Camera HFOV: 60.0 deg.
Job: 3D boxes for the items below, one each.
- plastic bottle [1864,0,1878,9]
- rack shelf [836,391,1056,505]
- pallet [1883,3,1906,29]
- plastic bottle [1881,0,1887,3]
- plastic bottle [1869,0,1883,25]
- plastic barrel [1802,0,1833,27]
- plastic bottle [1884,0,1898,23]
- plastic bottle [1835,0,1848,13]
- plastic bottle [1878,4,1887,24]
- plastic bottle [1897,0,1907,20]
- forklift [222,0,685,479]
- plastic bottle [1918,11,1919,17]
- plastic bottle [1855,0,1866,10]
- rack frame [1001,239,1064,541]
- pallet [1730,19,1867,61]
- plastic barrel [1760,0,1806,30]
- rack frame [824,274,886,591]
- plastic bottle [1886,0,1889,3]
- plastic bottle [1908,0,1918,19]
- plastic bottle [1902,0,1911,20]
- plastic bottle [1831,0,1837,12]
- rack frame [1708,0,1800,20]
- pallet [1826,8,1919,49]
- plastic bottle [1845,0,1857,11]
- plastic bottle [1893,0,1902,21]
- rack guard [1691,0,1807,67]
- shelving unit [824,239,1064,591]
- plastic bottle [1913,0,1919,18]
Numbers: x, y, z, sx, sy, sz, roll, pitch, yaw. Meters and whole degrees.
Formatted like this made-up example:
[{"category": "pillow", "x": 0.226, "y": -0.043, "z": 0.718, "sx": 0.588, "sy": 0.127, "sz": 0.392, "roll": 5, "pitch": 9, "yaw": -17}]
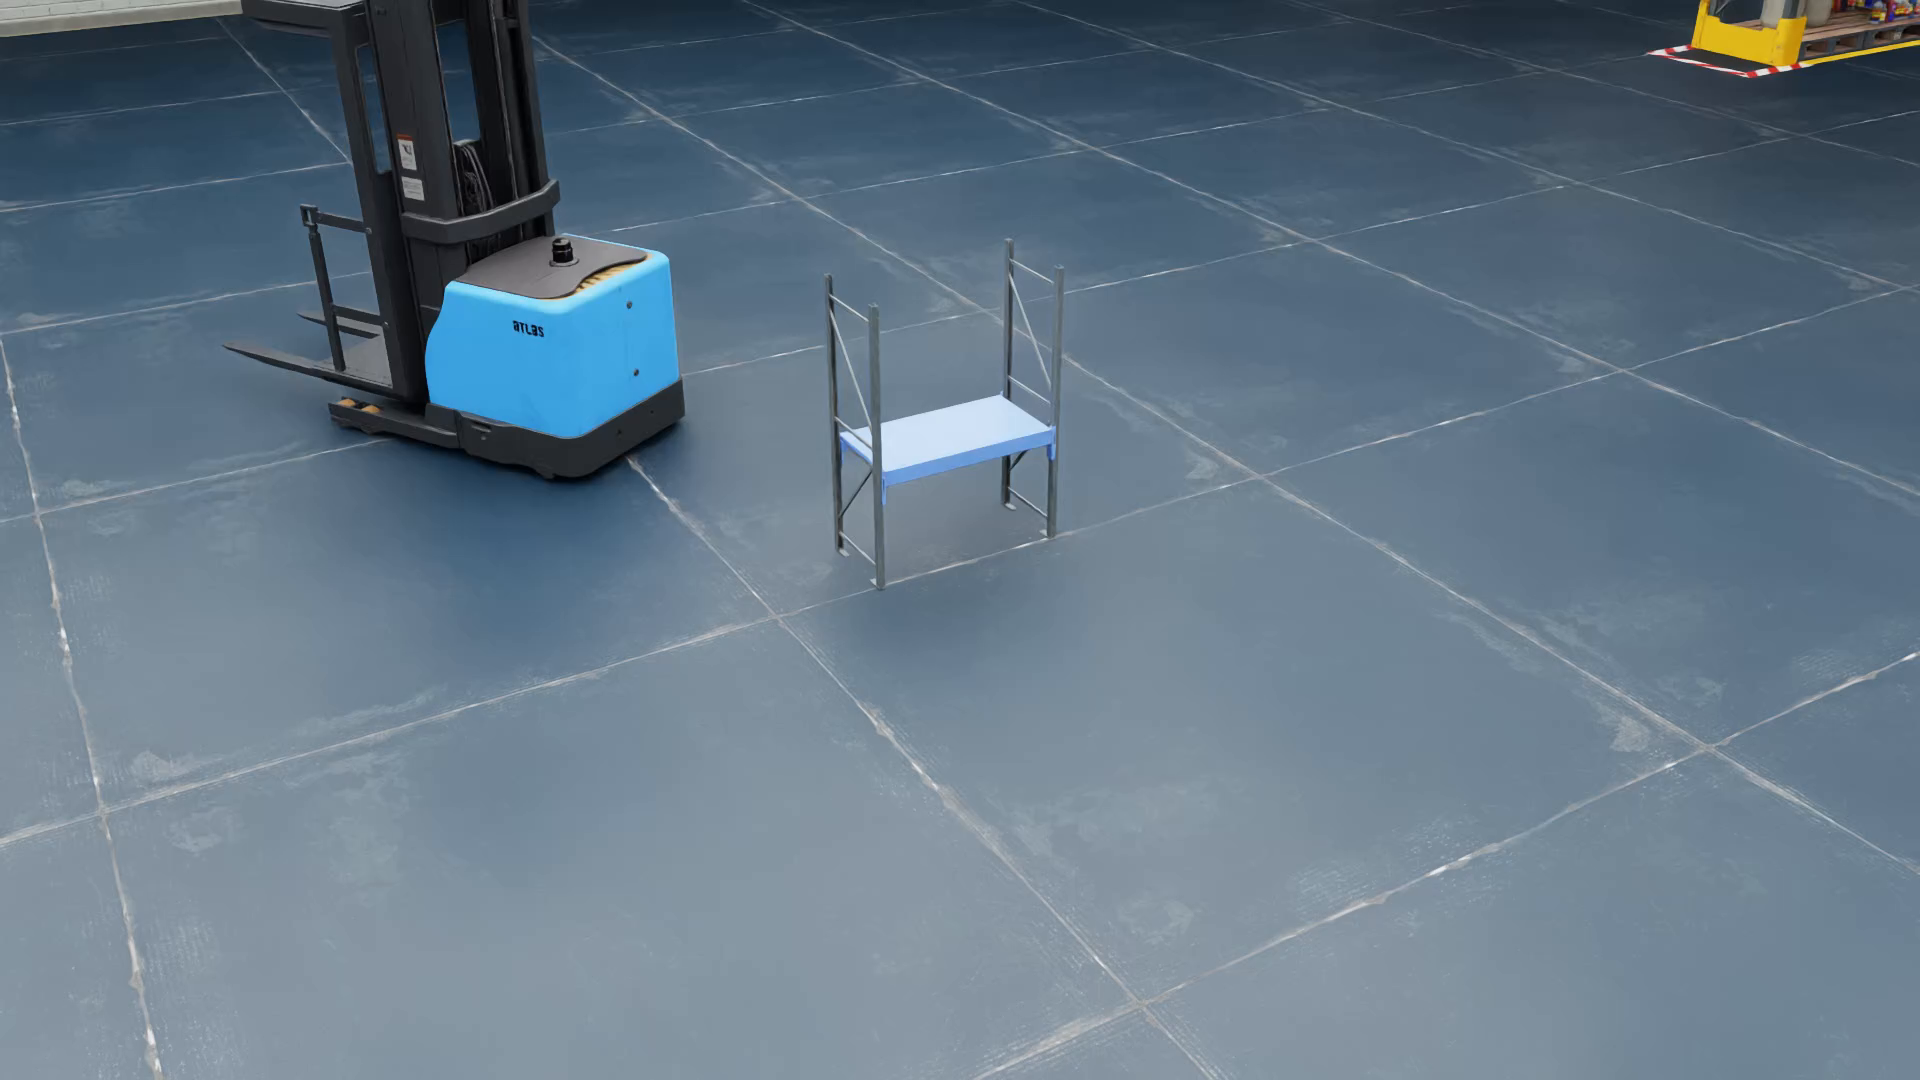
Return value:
[{"category": "plastic bottle", "x": 10.808, "y": -6.443, "z": 19.684, "sx": 0.135, "sy": 0.276, "sz": 0.152, "roll": -16, "pitch": 33, "yaw": -26}, {"category": "rack shelf", "x": -0.074, "y": -0.478, "z": 8.437, "sx": 1.000, "sy": 0.185, "sz": 0.538, "roll": -16, "pitch": 33, "yaw": -26}, {"category": "pallet", "x": 11.547, "y": -6.306, "z": 19.958, "sx": 1.213, "sy": 0.211, "sz": 1.003, "roll": -16, "pitch": 33, "yaw": -26}, {"category": "plastic bottle", "x": 11.078, "y": -6.636, "z": 19.956, "sx": 0.185, "sy": 0.351, "sz": 0.144, "roll": -17, "pitch": 33, "yaw": -28}, {"category": "plastic bottle", "x": 10.419, "y": -6.007, "z": 18.898, "sx": 0.097, "sy": 0.271, "sz": 0.097, "roll": 0, "pitch": 29, "yaw": 0}, {"category": "plastic barrel", "x": 9.659, "y": -6.105, "z": 18.848, "sx": 0.421, "sy": 0.512, "sz": 0.421, "roll": 0, "pitch": 29, "yaw": 0}, {"category": "plastic bottle", "x": 10.624, "y": -6.060, "z": 18.982, "sx": 0.133, "sy": 0.283, "sz": 0.061, "roll": -15, "pitch": 32, "yaw": -26}, {"category": "plastic bottle", "x": 10.345, "y": -6.336, "z": 19.483, "sx": 0.133, "sy": 0.283, "sz": 0.061, "roll": -16, "pitch": 33, "yaw": -26}, {"category": "plastic bottle", "x": 10.509, "y": -6.001, "z": 18.961, "sx": 0.097, "sy": 0.201, "sz": 0.097, "roll": 0, "pitch": 29, "yaw": 0}, {"category": "plastic bottle", "x": 10.801, "y": -6.115, "z": 19.095, "sx": 0.097, "sy": 0.271, "sz": 0.097, "roll": 0, "pitch": 29, "yaw": 0}, {"category": "forklift", "x": -3.190, "y": -2.121, "z": 9.559, "sx": 3.031, "sy": 2.935, "sz": 1.130, "roll": 15, "pitch": 32, "yaw": 25}, {"category": "plastic bottle", "x": 11.152, "y": -6.232, "z": 19.302, "sx": 0.135, "sy": 0.276, "sz": 0.152, "roll": -15, "pitch": 32, "yaw": -25}, {"category": "plastic bottle", "x": 10.650, "y": -6.381, "z": 19.649, "sx": 0.097, "sy": 0.201, "sz": 0.097, "roll": 0, "pitch": 29, "yaw": 0}, {"category": "rack frame", "x": 0.365, "y": -0.760, "z": 8.575, "sx": 0.032, "sy": 1.500, "sz": 0.500, "roll": -16, "pitch": 33, "yaw": -26}, {"category": "pallet", "x": 9.443, "y": -5.709, "z": 18.876, "sx": 1.213, "sy": 0.211, "sz": 1.003, "roll": -16, "pitch": 33, "yaw": -26}, {"category": "plastic barrel", "x": 9.227, "y": -5.982, "z": 18.625, "sx": 0.421, "sy": 0.512, "sz": 0.421, "roll": 0, "pitch": 29, "yaw": 0}, {"category": "rack frame", "x": -0.512, "y": -0.511, "z": 8.124, "sx": 0.032, "sy": 1.500, "sz": 0.500, "roll": -16, "pitch": 33, "yaw": -26}, {"category": "plastic bottle", "x": 11.177, "y": -6.561, "z": 19.903, "sx": 0.097, "sy": 0.271, "sz": 0.097, "roll": 0, "pitch": 29, "yaw": 0}, {"category": "plastic bottle", "x": 10.976, "y": -6.165, "z": 19.184, "sx": 0.097, "sy": 0.271, "sz": 0.097, "roll": 0, "pitch": 29, "yaw": 0}, {"category": "plastic bottle", "x": 10.887, "y": -6.109, "z": 19.155, "sx": 0.097, "sy": 0.201, "sz": 0.097, "roll": 0, "pitch": 29, "yaw": 0}, {"category": "plastic bottle", "x": 10.291, "y": -6.377, "z": 19.565, "sx": 0.135, "sy": 0.276, "sz": 0.152, "roll": -16, "pitch": 33, "yaw": -26}, {"category": "rack frame", "x": 8.698, "y": -6.695, "z": 17.776, "sx": 0.127, "sy": 3.000, "sz": 1.000, "roll": -16, "pitch": 33, "yaw": -26}, {"category": "pallet", "x": 10.494, "y": -6.005, "z": 19.413, "sx": 1.213, "sy": 0.211, "sz": 1.003, "roll": -16, "pitch": 33, "yaw": -26}, {"category": "plastic bottle", "x": 10.490, "y": -6.331, "z": 19.558, "sx": 0.097, "sy": 0.201, "sz": 0.097, "roll": 0, "pitch": 29, "yaw": 0}, {"category": "plastic bottle", "x": 10.715, "y": -6.091, "z": 19.050, "sx": 0.097, "sy": 0.271, "sz": 0.097, "roll": 0, "pitch": 29, "yaw": 0}, {"category": "rack guard", "x": 8.740, "y": -5.638, "z": 18.449, "sx": 0.348, "sy": 0.500, "sz": 1.175, "roll": -16, "pitch": 33, "yaw": -26}, {"category": "shelving unit", "x": -0.074, "y": -0.636, "z": 8.350, "sx": 1.048, "sy": 1.500, "sz": 0.538, "roll": -16, "pitch": 33, "yaw": -26}, {"category": "plastic bottle", "x": 11.064, "y": -6.159, "z": 19.247, "sx": 0.097, "sy": 0.201, "sz": 0.097, "roll": 0, "pitch": 29, "yaw": 0}]
